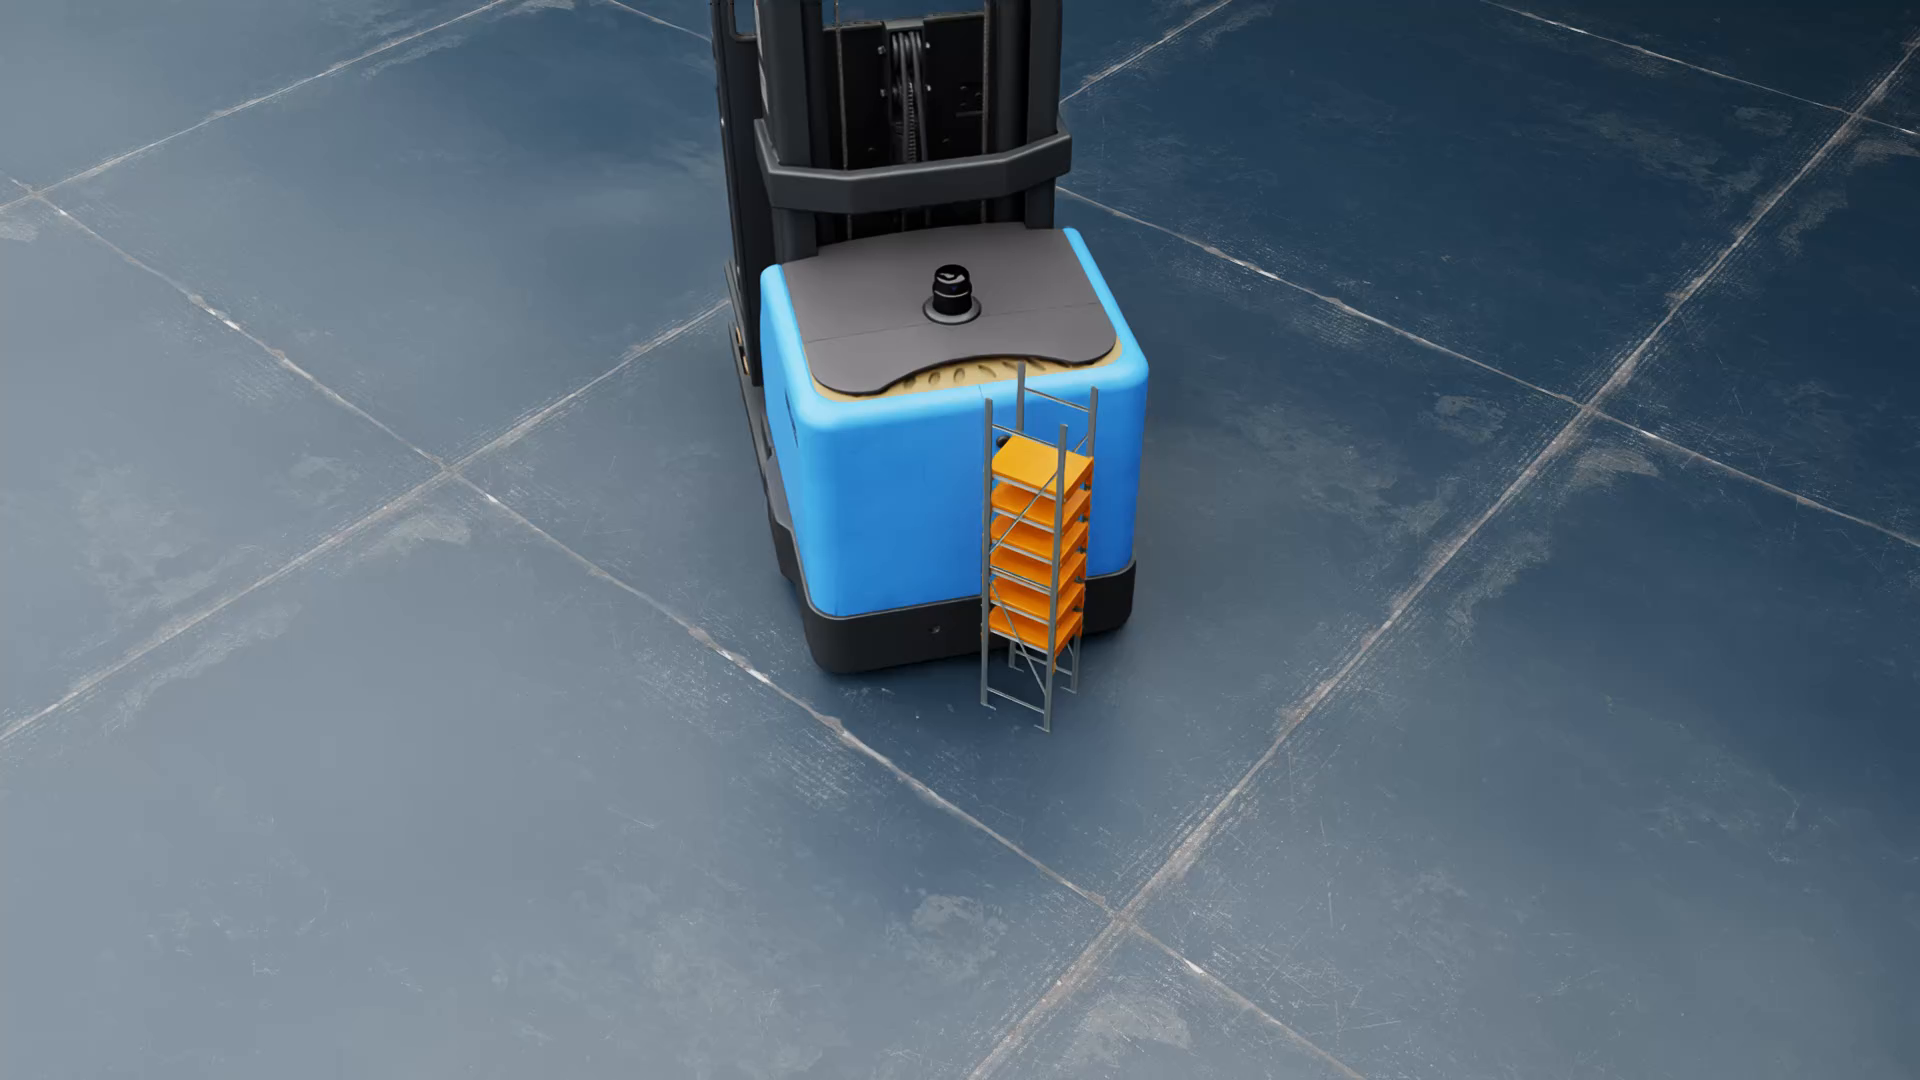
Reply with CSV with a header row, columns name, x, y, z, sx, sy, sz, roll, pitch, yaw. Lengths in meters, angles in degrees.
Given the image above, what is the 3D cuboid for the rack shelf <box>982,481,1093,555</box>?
name,x,y,z,sx,sy,sz,roll,pitch,yaw
rack shelf,0.217,-0.090,4.666,0.258,0.103,0.180,21,46,21

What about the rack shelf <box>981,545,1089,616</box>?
name,x,y,z,sx,sy,sz,roll,pitch,yaw
rack shelf,0.216,0.087,4.828,0.258,0.103,0.180,21,46,21

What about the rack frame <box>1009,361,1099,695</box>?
name,x,y,z,sx,sy,sz,roll,pitch,yaw
rack frame,0.262,0.001,4.856,0.240,1.200,0.006,21,46,21

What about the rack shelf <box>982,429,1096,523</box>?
name,x,y,z,sx,sy,sz,roll,pitch,yaw
rack shelf,0.217,-0.178,4.585,0.258,0.103,0.180,21,46,21

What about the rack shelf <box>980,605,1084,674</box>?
name,x,y,z,sx,sy,sz,roll,pitch,yaw
rack shelf,0.216,0.265,4.989,0.258,0.103,0.180,21,46,21

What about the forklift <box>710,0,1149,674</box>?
name,x,y,z,sx,sy,sz,roll,pitch,yaw
forklift,-0.276,-1.672,5.410,1.130,2.935,3.031,-9,43,-10

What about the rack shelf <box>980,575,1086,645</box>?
name,x,y,z,sx,sy,sz,roll,pitch,yaw
rack shelf,0.216,0.176,4.908,0.258,0.103,0.180,21,46,21

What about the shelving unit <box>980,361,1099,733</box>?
name,x,y,z,sx,sy,sz,roll,pitch,yaw
shelving unit,0.216,0.055,4.798,0.258,1.200,0.189,21,46,21

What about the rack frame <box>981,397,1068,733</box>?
name,x,y,z,sx,sy,sz,roll,pitch,yaw
rack frame,0.171,0.108,4.739,0.240,1.200,0.006,21,46,21

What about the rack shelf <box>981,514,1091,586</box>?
name,x,y,z,sx,sy,sz,roll,pitch,yaw
rack shelf,0.217,-0.001,4.747,0.258,0.103,0.180,21,46,21
